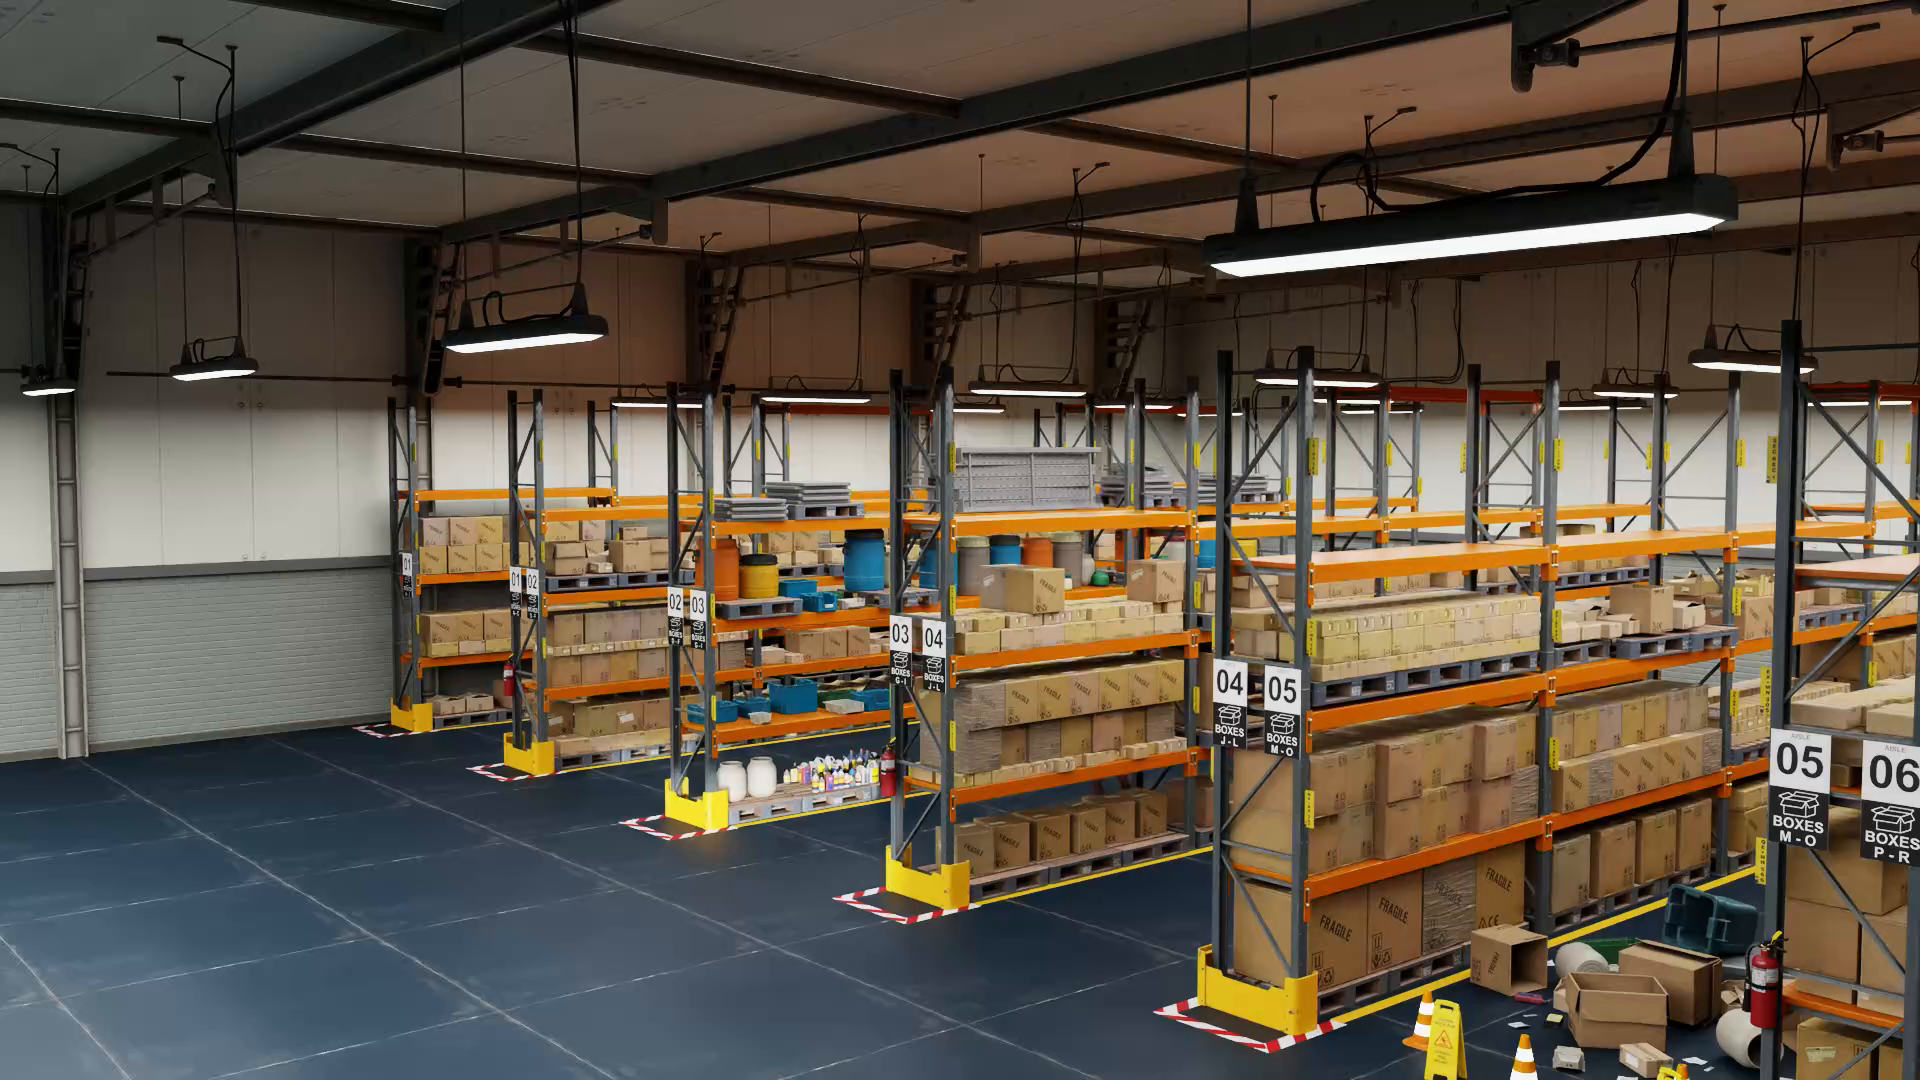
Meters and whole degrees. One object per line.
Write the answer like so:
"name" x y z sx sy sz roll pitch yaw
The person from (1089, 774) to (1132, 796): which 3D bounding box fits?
"person" 2.137 2.979 23.419 0.890 1.644 0.571 -3 5 -42
